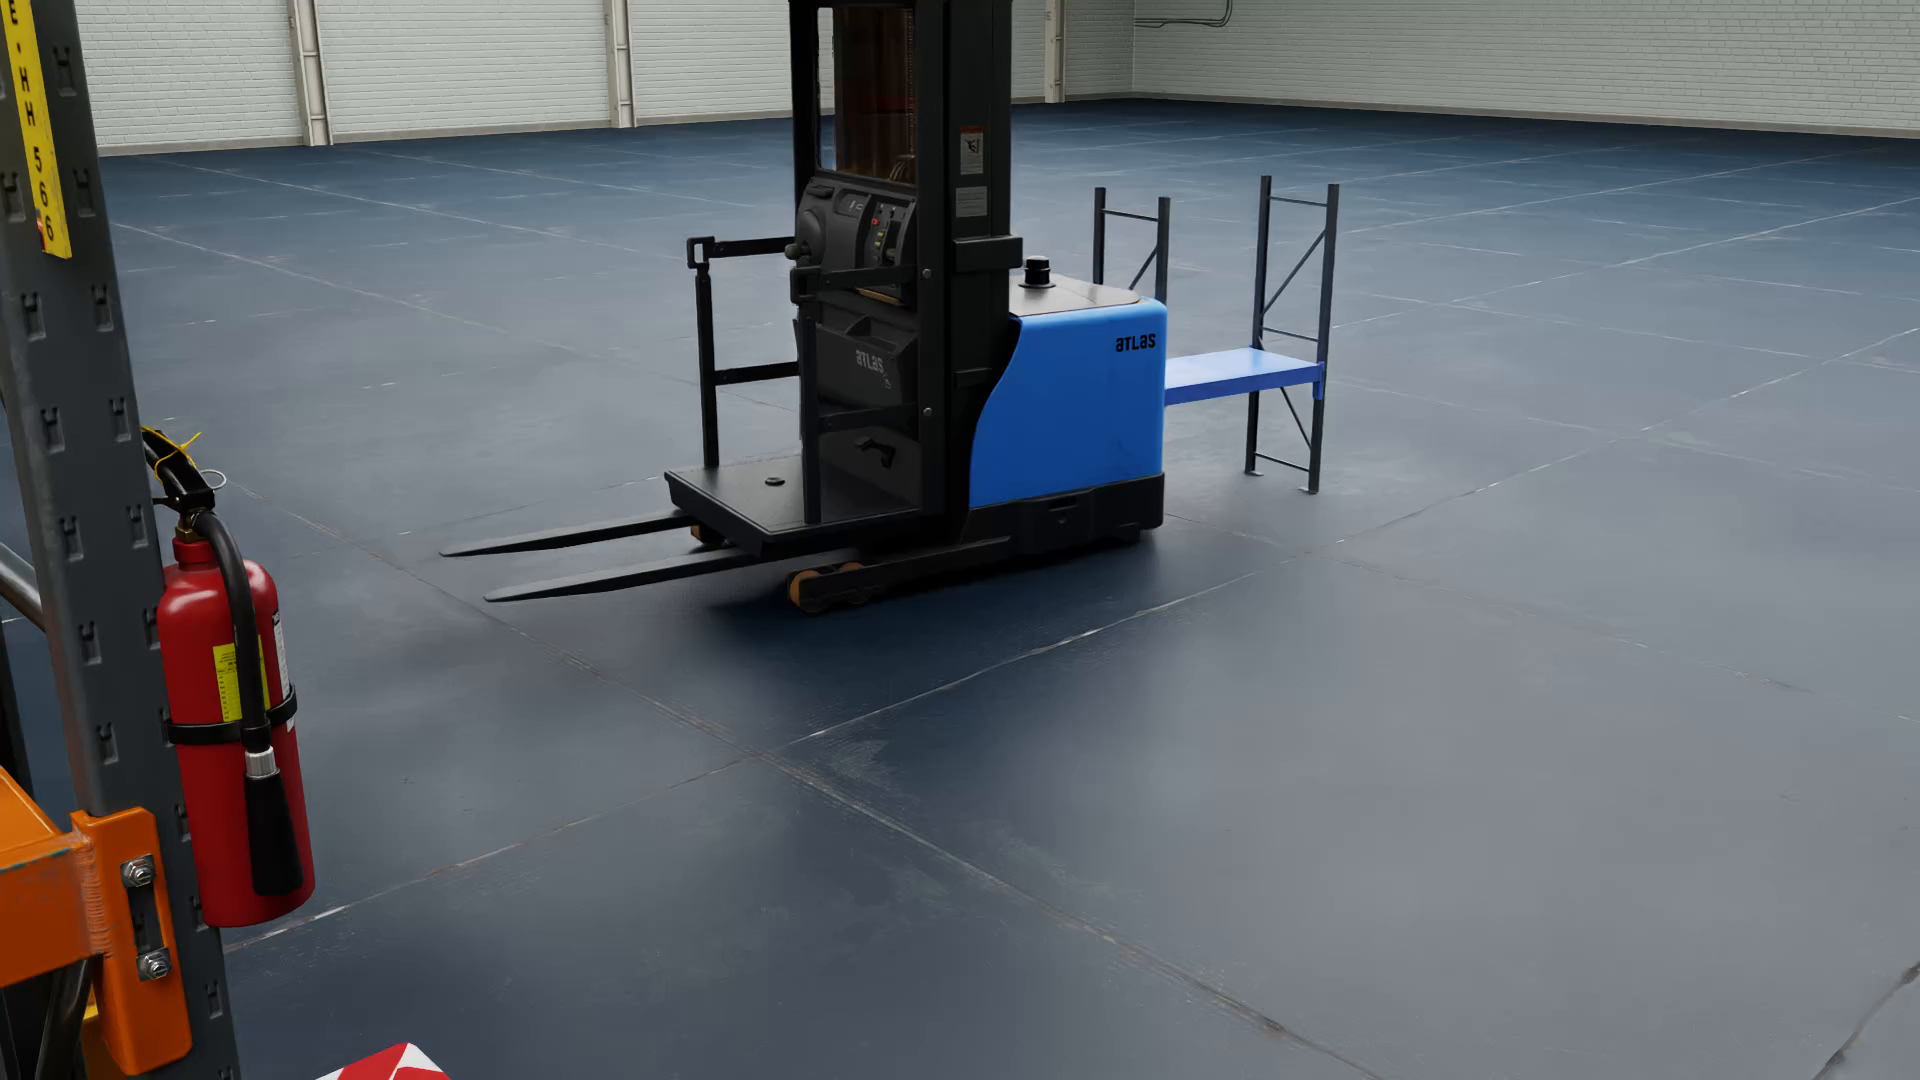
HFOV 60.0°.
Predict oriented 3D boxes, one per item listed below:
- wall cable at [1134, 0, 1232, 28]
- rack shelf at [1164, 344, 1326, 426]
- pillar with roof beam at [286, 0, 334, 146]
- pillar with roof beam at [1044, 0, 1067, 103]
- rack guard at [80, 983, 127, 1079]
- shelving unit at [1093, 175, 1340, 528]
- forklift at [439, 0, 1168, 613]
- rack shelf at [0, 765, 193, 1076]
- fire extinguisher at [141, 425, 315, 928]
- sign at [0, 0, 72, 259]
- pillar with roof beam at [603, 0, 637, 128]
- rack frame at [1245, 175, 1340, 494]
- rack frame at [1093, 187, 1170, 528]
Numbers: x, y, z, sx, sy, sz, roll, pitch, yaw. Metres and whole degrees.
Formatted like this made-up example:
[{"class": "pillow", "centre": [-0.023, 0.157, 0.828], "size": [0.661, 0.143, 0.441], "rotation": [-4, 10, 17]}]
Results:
[{"class": "wall cable", "centre": [5.310, -13.608, 39.901], "size": [0.112, 2.526, 3.097], "rotation": [-16, 24, -41]}, {"class": "rack shelf", "centre": [1.191, -0.749, 7.947], "size": [1.000, 0.185, 0.538], "rotation": [-11, 21, -31]}, {"class": "pillar with roof beam", "centre": [-7.860, -9.979, 23.671], "size": [0.400, 9.000, 9.100], "rotation": [-16, 24, -41]}, {"class": "pillar with roof beam", "centre": [5.219, -13.793, 35.435], "size": [0.400, 9.000, 9.100], "rotation": [-16, 24, -41]}, {"class": "rack guard", "centre": [-1.370, 1.245, 2.835], "size": [0.348, 0.500, 1.175], "rotation": [-16, 24, -41]}, {"class": "shelving unit", "centre": [1.191, -0.920, 7.891], "size": [1.048, 1.500, 0.538], "rotation": [-11, 21, -31]}, {"class": "forklift", "centre": [-0.610, -1.291, 6.715], "size": [3.031, 2.935, 1.130], "rotation": [-11, 21, -30]}, {"class": "rack shelf", "centre": [-2.840, 0.827, 1.238], "size": [4.000, 0.370, 1.077], "rotation": [-16, 24, -41]}, {"class": "fire extinguisher", "centre": [-0.982, 0.177, 2.202], "size": [0.183, 0.674, 0.296], "rotation": [-16, 24, -41]}, {"class": "sign", "centre": [-1.025, -0.478, 1.835], "size": [0.005, 0.325, 0.100], "rotation": [-16, 24, -41]}, {"class": "pillar with roof beam", "centre": [-3.501, -11.250, 27.593], "size": [0.400, 9.000, 9.100], "rotation": [-16, 24, -41]}, {"class": "rack frame", "centre": [1.618, -1.005, 8.154], "size": [0.032, 1.500, 0.500], "rotation": [-11, 21, -31]}, {"class": "rack frame", "centre": [0.764, -0.835, 7.629], "size": [0.032, 1.500, 0.500], "rotation": [-11, 21, -31]}]
